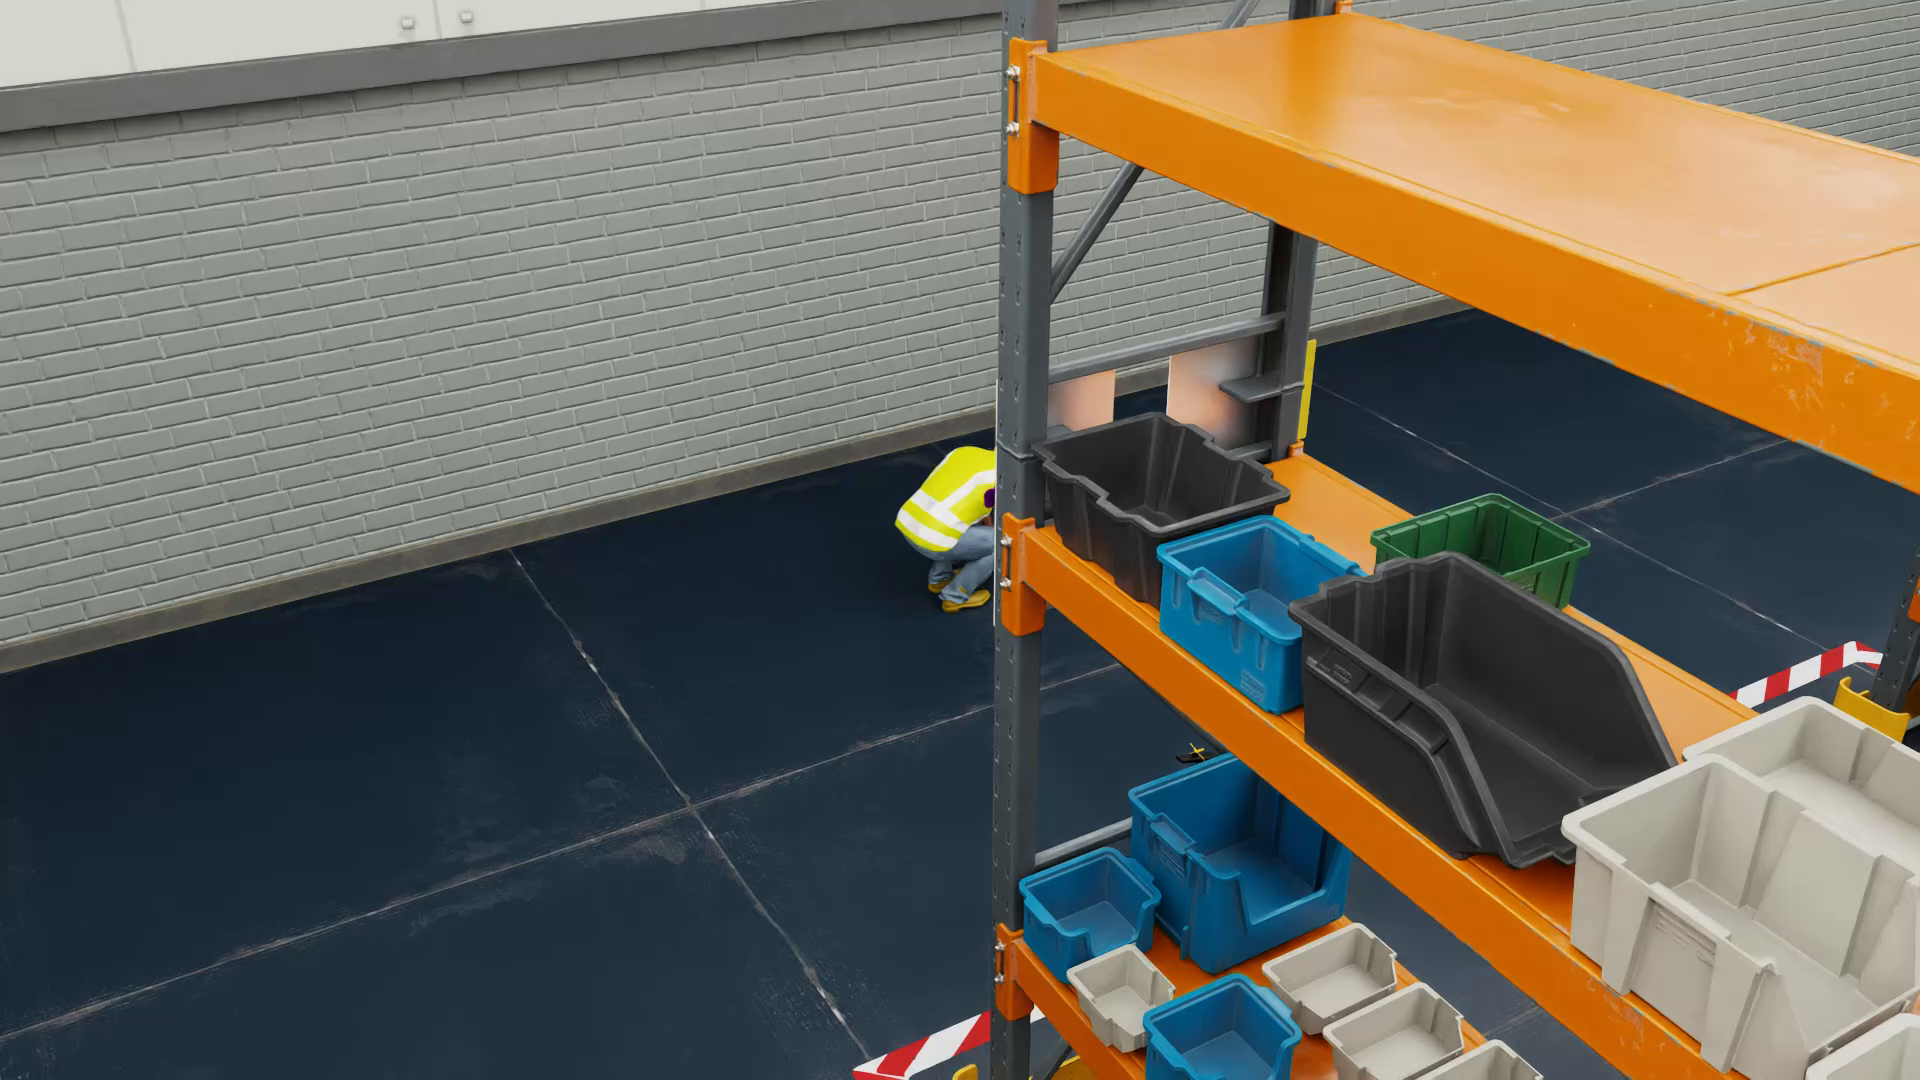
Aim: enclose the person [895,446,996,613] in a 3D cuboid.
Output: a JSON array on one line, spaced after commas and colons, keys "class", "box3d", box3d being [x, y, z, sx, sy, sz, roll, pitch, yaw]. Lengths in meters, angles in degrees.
[{"class": "person", "box3d": [0.047, -0.132, 9.641, 0.896, 0.942, 0.572, -16, 33, -26]}]
